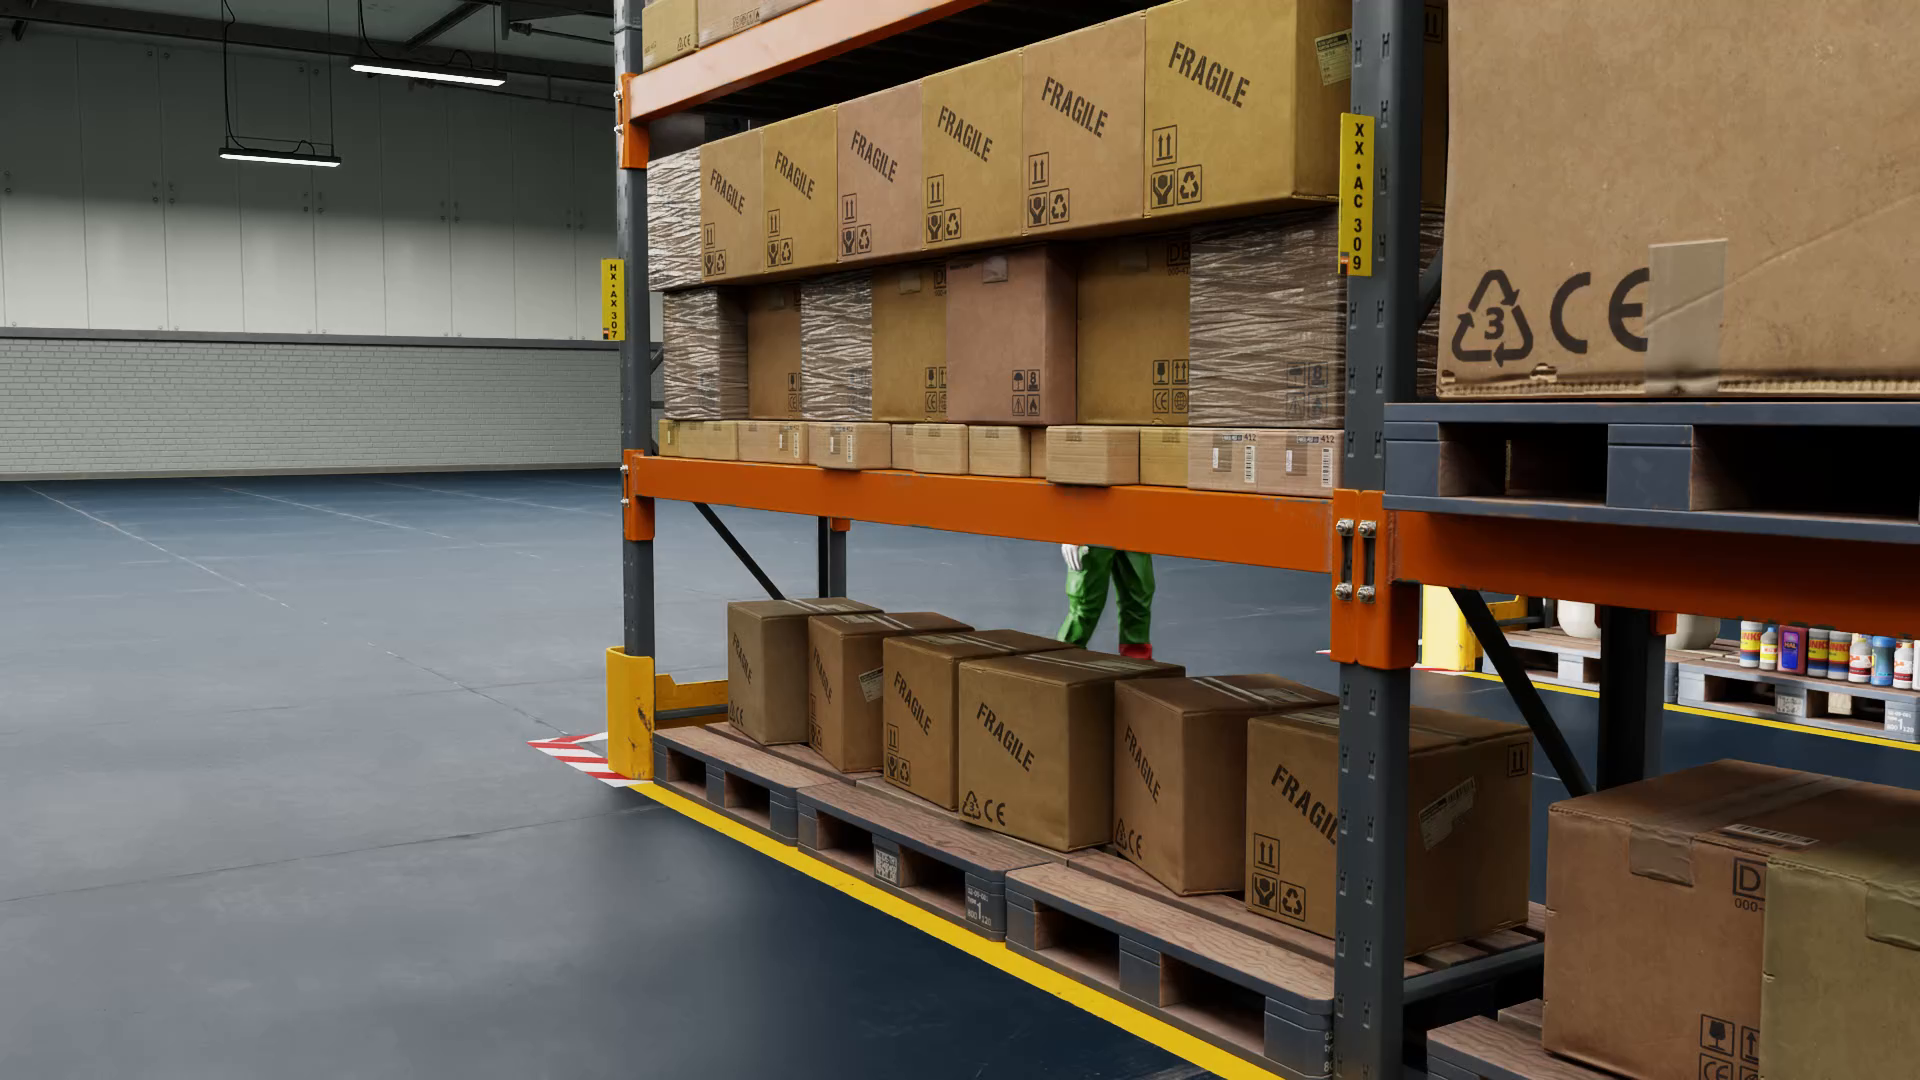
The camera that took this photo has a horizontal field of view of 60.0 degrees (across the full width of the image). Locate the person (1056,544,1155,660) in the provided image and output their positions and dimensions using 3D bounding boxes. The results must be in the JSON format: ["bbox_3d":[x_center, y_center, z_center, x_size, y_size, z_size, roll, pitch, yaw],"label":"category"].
[{"bbox_3d":[0.760,-0.028,7.951,0.575,1.796,0.580,-4,6,-42],"label":"person"}]
